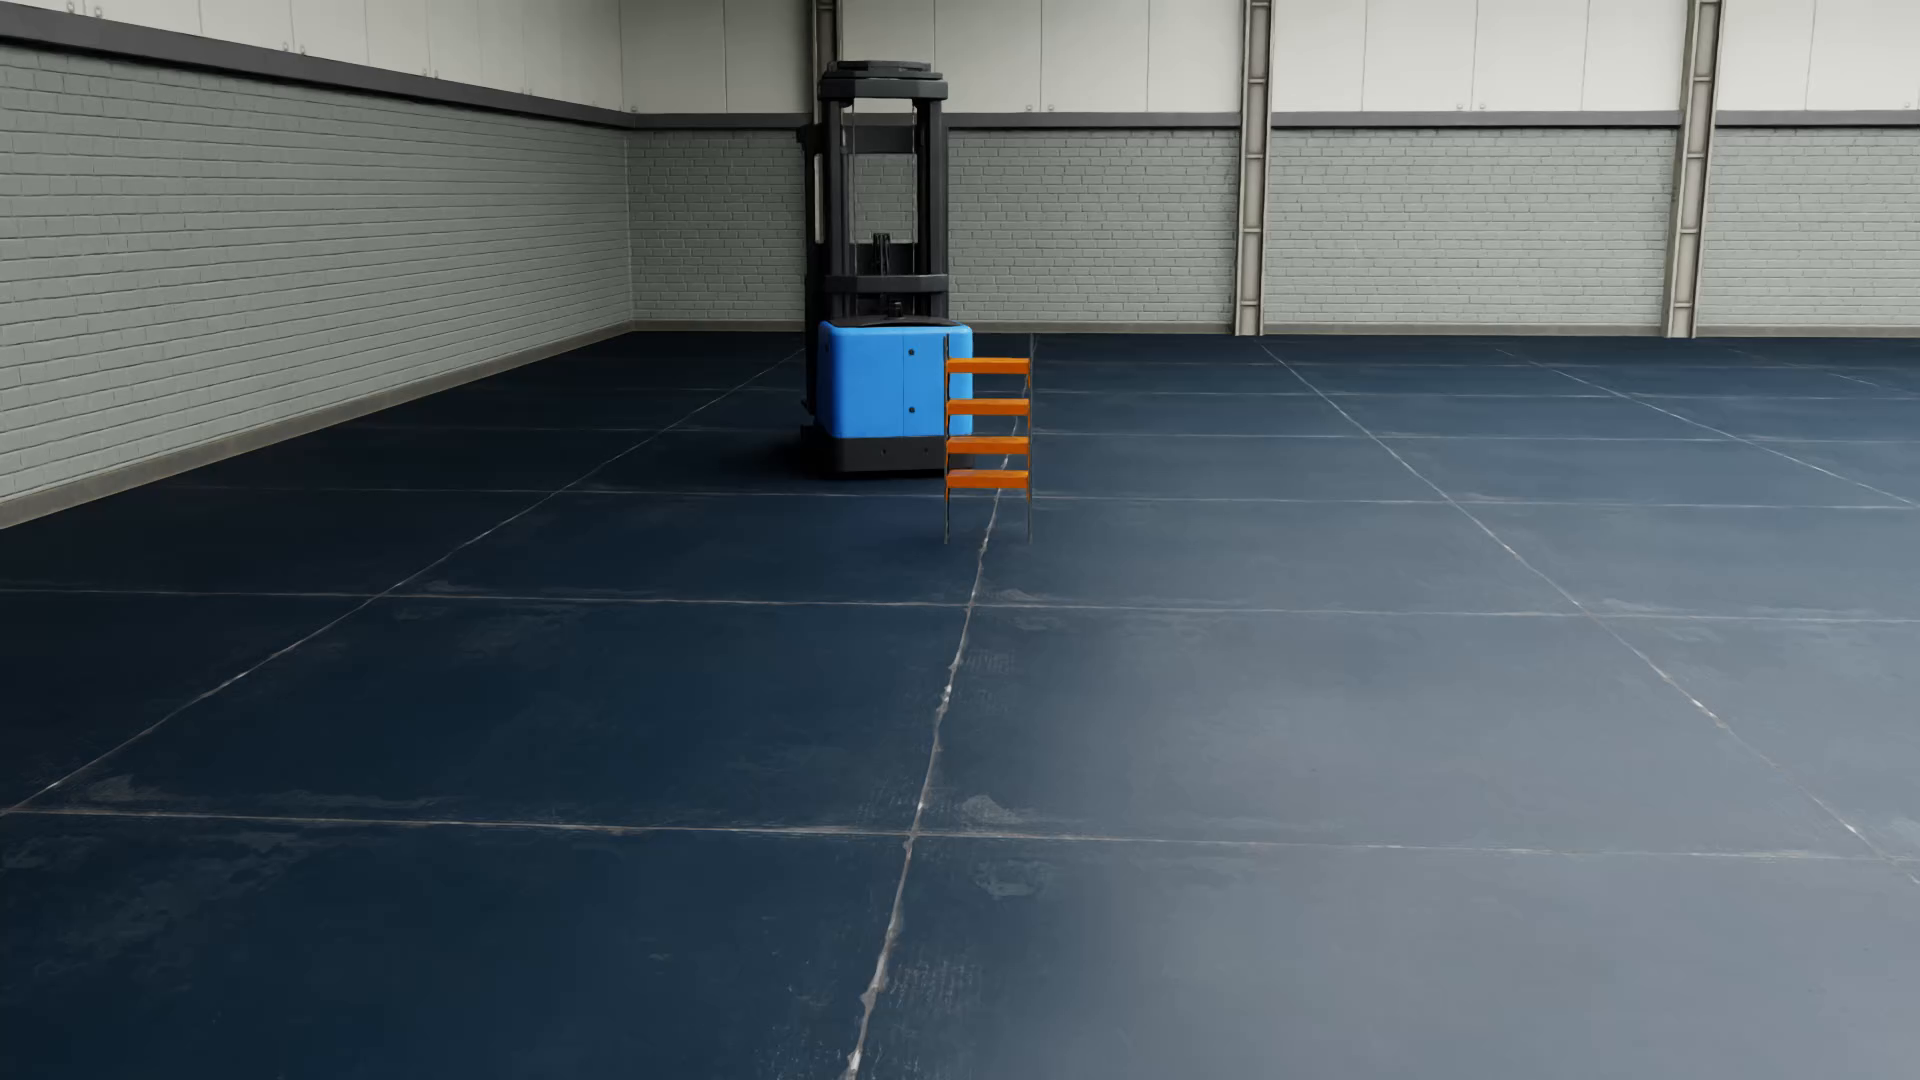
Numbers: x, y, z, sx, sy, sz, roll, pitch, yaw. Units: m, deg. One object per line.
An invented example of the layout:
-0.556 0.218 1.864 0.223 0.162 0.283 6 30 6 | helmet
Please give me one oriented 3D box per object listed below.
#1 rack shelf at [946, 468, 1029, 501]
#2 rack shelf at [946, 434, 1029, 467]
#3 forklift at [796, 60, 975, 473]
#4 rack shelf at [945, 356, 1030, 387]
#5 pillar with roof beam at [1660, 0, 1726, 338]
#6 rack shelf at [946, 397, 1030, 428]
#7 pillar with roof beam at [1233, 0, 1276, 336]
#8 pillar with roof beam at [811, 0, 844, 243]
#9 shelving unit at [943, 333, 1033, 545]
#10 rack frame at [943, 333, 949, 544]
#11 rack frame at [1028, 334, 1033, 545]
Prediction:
0.165 -0.325 9.689 0.480 0.148 0.258 1 12 4 | rack shelf
0.165 -0.519 9.648 0.480 0.148 0.258 1 12 4 | rack shelf
-0.675 -2.165 12.960 1.130 2.935 3.031 -2 12 -10 | forklift
0.165 -0.970 9.554 0.480 0.148 0.258 1 12 4 | rack shelf
9.826 -6.385 18.312 0.400 9.000 9.100 1 12 4 | pillar with roof beam
0.165 -0.738 9.602 0.480 0.148 0.258 1 12 4 | rack shelf
3.839 -6.467 18.704 0.400 9.000 9.100 1 12 4 | pillar with roof beam
-2.147 -6.549 19.097 0.400 9.000 9.100 1 12 4 | pillar with roof beam
0.165 -0.585 9.634 0.503 1.200 0.258 1 12 4 | shelving unit
-0.078 -0.588 9.650 0.015 1.200 0.240 1 12 4 | rack frame
0.409 -0.582 9.618 0.015 1.200 0.240 1 12 4 | rack frame
